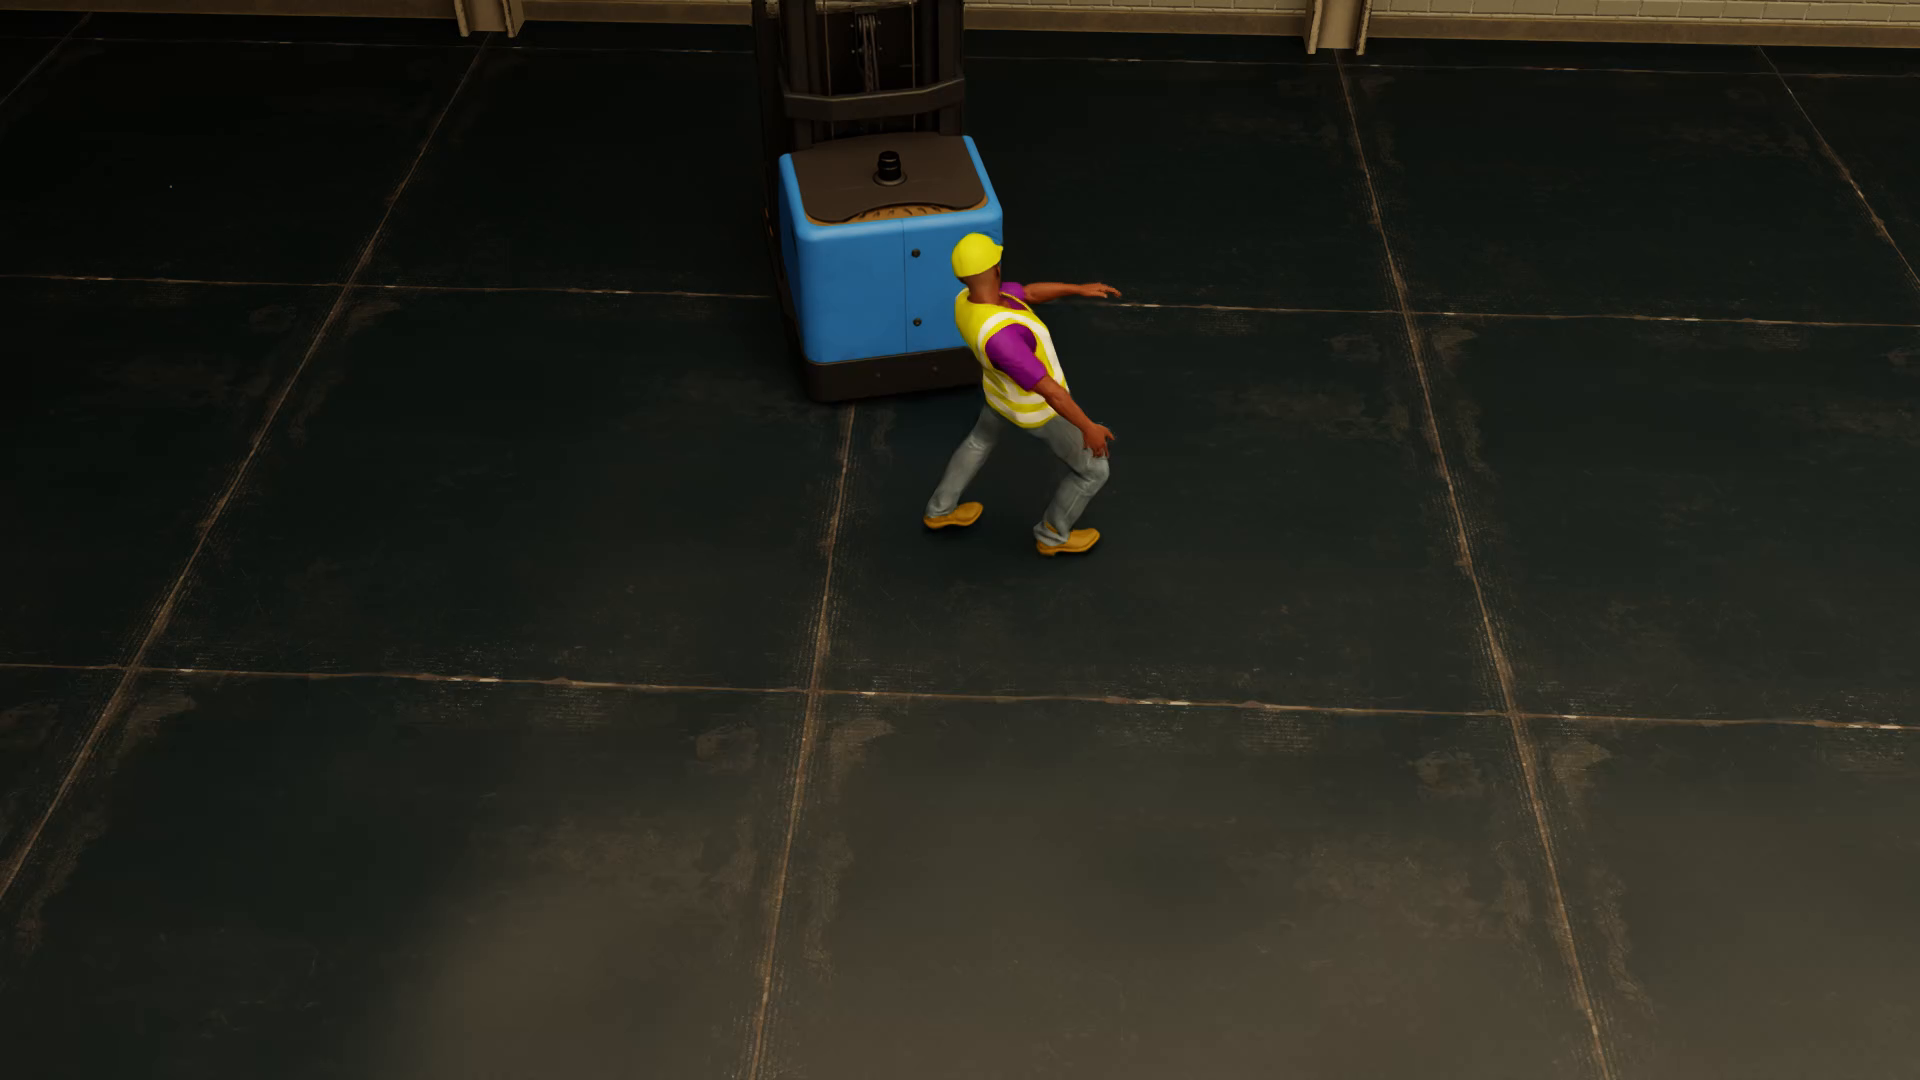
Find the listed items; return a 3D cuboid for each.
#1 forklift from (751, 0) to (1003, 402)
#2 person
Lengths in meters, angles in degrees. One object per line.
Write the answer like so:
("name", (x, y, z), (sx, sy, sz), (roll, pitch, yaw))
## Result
("forklift", (-0.571, -2.800, 8.809), (1.130, 2.935, 3.031), (-8, 43, -8))
("person", (0.387, -0.613, 7.386), (0.866, 1.604, 0.861), (-27, 49, -27))
